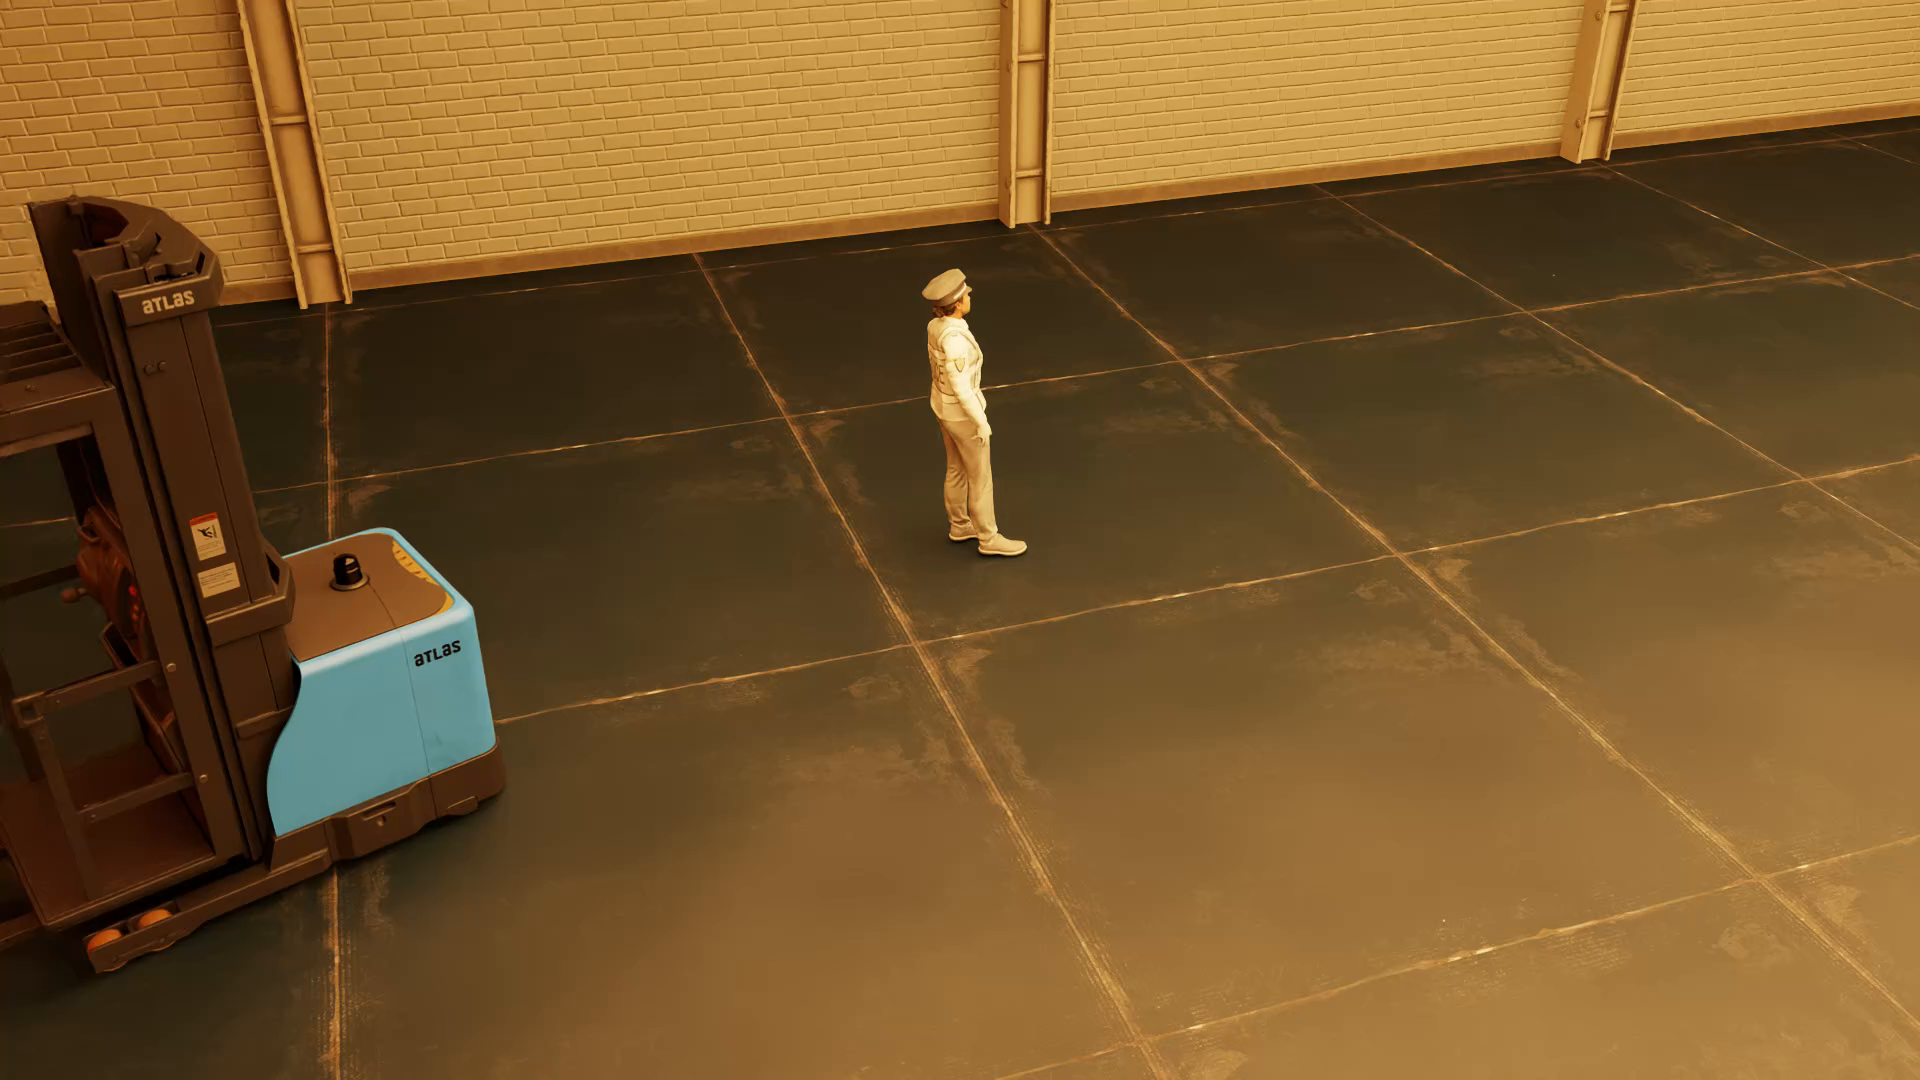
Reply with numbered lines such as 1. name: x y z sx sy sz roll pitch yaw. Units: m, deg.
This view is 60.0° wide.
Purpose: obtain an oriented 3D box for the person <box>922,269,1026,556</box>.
1. person: 0.068 -0.748 9.613 0.530 1.694 0.586 -10 31 -16

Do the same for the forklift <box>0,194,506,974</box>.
1. forklift: -3.621 0.222 6.701 3.031 2.935 1.130 -22 36 -33
